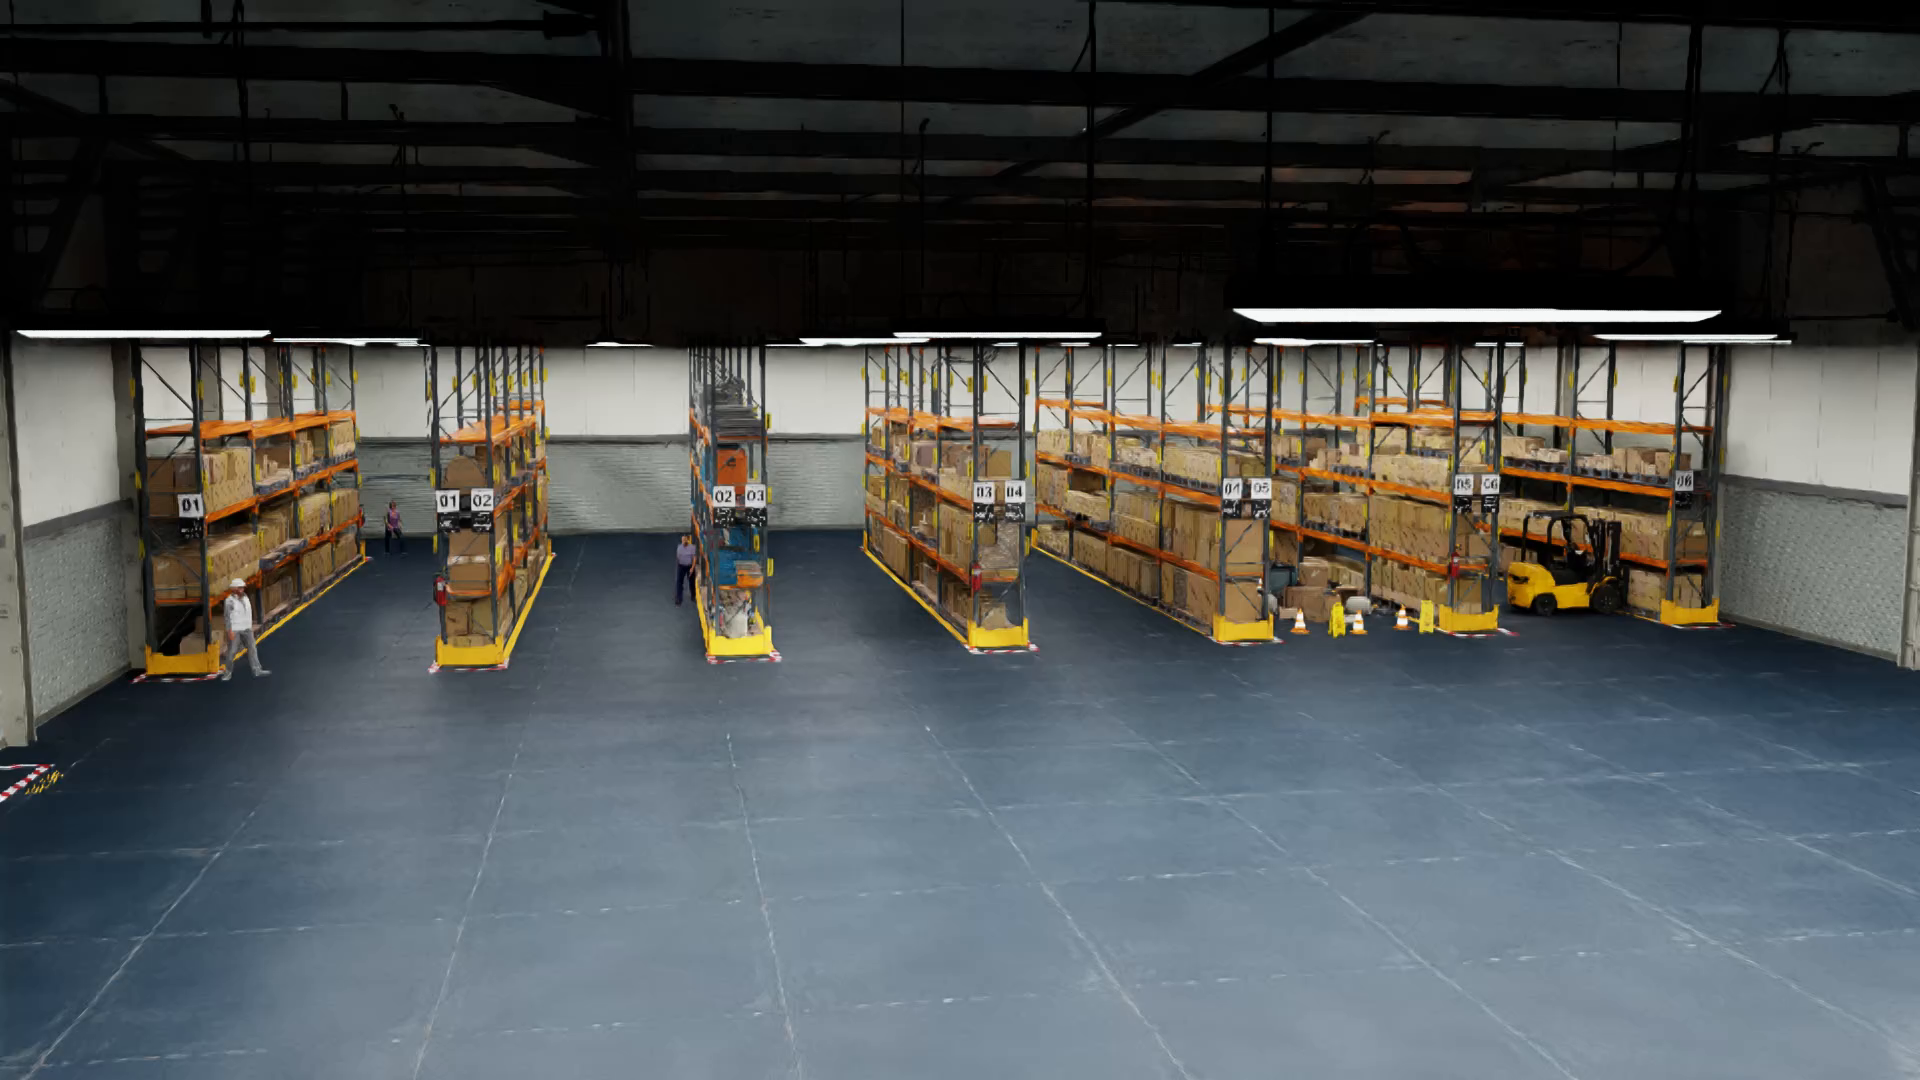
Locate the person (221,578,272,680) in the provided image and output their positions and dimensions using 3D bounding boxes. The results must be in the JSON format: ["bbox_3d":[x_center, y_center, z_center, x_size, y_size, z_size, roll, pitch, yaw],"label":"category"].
[{"bbox_3d":[-12.477,1.530,28.893,0.566,1.761,0.737,3,7,28],"label":"person"}]

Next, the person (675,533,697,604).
[{"bbox_3d":[-6.162,0.635,37.493,0.476,1.580,0.995,0,7,-2],"label":"person"}]

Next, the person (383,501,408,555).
[{"bbox_3d":[-15.712,-0.326,46.111,0.571,1.533,0.754,-4,8,-32],"label":"person"}]
